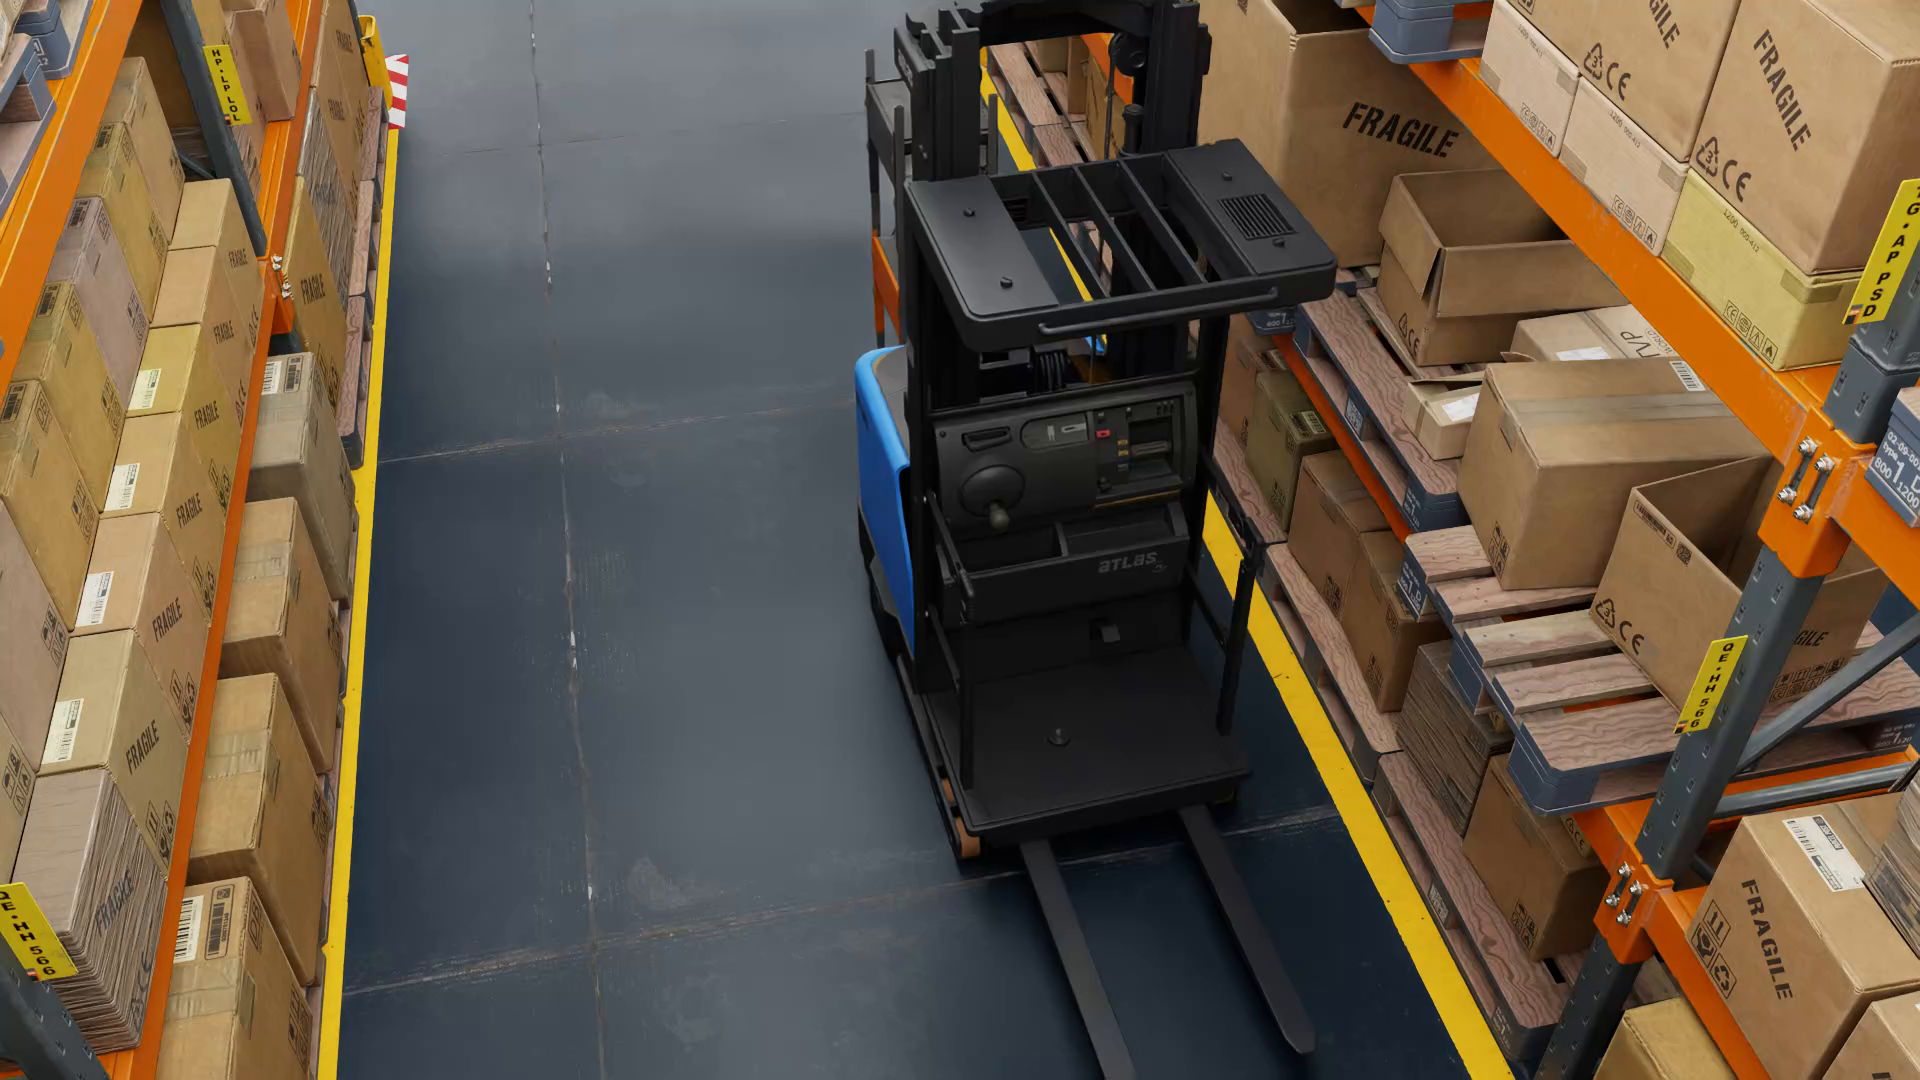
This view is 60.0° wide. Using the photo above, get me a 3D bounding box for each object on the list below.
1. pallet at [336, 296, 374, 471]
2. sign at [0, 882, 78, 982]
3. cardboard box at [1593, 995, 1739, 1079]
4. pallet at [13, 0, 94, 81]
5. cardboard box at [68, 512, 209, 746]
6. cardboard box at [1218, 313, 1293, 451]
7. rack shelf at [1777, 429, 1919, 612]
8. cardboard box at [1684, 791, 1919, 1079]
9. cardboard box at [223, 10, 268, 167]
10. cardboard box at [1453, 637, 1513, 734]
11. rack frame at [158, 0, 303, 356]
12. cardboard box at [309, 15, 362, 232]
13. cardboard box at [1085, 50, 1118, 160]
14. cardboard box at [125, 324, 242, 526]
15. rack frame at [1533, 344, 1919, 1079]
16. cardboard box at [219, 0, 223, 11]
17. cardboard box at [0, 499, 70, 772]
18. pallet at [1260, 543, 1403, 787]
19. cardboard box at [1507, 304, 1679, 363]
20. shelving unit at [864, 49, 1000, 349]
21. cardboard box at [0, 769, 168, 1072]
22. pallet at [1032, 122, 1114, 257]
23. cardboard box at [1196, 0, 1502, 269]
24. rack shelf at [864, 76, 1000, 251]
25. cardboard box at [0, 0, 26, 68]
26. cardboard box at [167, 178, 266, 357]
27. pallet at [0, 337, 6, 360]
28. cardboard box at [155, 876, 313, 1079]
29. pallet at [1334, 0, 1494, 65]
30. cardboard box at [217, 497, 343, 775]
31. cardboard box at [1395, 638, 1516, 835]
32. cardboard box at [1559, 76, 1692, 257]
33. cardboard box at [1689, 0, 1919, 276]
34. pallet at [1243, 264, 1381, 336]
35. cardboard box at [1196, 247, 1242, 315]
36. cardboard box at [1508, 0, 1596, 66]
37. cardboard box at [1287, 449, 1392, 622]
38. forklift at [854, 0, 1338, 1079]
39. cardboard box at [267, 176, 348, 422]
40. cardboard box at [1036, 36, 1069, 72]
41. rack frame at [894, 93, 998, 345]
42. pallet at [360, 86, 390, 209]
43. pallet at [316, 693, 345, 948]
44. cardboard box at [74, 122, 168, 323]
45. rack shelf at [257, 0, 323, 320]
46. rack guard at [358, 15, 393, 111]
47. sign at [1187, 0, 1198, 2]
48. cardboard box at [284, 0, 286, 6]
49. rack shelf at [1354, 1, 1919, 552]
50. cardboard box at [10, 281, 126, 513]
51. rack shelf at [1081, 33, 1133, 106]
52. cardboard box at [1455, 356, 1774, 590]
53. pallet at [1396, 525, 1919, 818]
[{"bbox_3d":[-3.455,-0.733,8.199,1.003,0.211,1.213,-8,42,-9],"label":"pallet"},{"bbox_3d":[-1.976,0.833,3.521,0.100,0.325,0.005,-8,42,-9],"label":"sign"},{"bbox_3d":[2.489,1.763,4.570,1.225,0.875,0.875,-10,43,-11],"label":"cardboard box"},{"bbox_3d":[-3.121,-1.735,5.112,0.805,0.209,1.217,-10,43,-11],"label":"pallet"},{"bbox_3d":[-2.558,0.298,4.862,0.500,0.500,0.500,-8,42,-9],"label":"cardboard box"},{"bbox_3d":[1.609,-0.746,7.664,0.700,0.500,0.500,-11,43,-13],"label":"cardboard box"},{"bbox_3d":[2.792,1.119,2.294,1.077,0.370,4.000,-8,42,-9],"label":"rack shelf"},{"bbox_3d":[2.200,0.992,4.079,0.500,0.500,0.500,-7,42,-8],"label":"cardboard box"},{"bbox_3d":[-3.600,-1.919,7.321,0.875,0.550,0.550,-8,42,-9],"label":"cardboard box"},{"bbox_3d":[2.062,0.393,5.816,0.500,0.250,0.500,-4,42,-4],"label":"cardboard box"},{"bbox_3d":[-3.368,-1.272,6.705,1.000,3.000,0.127,-8,42,-9],"label":"rack frame"},{"bbox_3d":[-3.828,-2.227,9.065,0.875,0.875,0.875,-9,42,-10],"label":"cardboard box"},{"bbox_3d":[1.032,-2.534,9.694,0.500,0.500,0.500,-5,42,-5],"label":"cardboard box"},{"bbox_3d":[-2.776,-0.354,5.596,0.500,0.500,0.500,-8,42,-9],"label":"cardboard box"},{"bbox_3d":[2.361,0.676,4.511,1.000,3.000,0.127,-8,42,-9],"label":"rack frame"},{"bbox_3d":[-3.646,-2.316,6.955,0.875,0.550,0.550,-8,42,-9],"label":"cardboard box"},{"bbox_3d":[-2.702,0.289,4.118,0.700,0.500,0.500,-9,42,-10],"label":"cardboard box"},{"bbox_3d":[1.934,0.422,6.897,1.003,0.211,1.213,-8,42,-9],"label":"pallet"},{"bbox_3d":[2.224,-0.545,5.683,0.500,0.250,0.500,-9,42,-10],"label":"cardboard box"},{"bbox_3d":[-0.115,-1.017,7.096,0.431,2.100,0.503,-10,43,-11],"label":"shelving unit"},{"bbox_3d":[-2.337,0.954,4.123,0.500,0.500,0.500,-8,42,-9],"label":"cardboard box"},{"bbox_3d":[1.051,-2.097,9.735,1.003,0.211,1.213,-8,42,-9],"label":"pallet"},{"bbox_3d":[1.532,-1.764,6.491,1.000,1.000,1.000,-8,42,-9],"label":"cardboard box"},{"bbox_3d":[-0.115,-1.530,6.640,0.431,0.518,0.480,-10,43,-11],"label":"rack shelf"},{"bbox_3d":[-2.774,-1.450,4.322,0.500,0.311,0.500,-10,43,-11],"label":"cardboard box"},{"bbox_3d":[-2.994,-1.010,6.334,0.500,0.500,0.500,-9,42,-10],"label":"cardboard box"},{"bbox_3d":[-2.695,-0.140,3.313,1.213,0.211,1.003,-7,42,-7],"label":"pallet"},{"bbox_3d":[-2.548,1.597,4.851,1.050,0.750,0.750,-9,42,-10],"label":"cardboard box"},{"bbox_3d":[1.753,-1.882,5.274,1.213,0.211,1.003,-8,42,-9],"label":"pallet"},{"bbox_3d":[-2.941,0.428,6.169,1.050,0.750,0.750,-8,42,-9],"label":"cardboard box"},{"bbox_3d":[2.064,0.657,6.084,0.700,0.500,0.500,-12,43,-13],"label":"cardboard box"},{"bbox_3d":[1.898,-0.983,4.233,0.500,0.250,0.500,-8,42,-9],"label":"cardboard box"},{"bbox_3d":[2.013,-0.944,3.624,0.500,0.500,0.500,-7,42,-8],"label":"cardboard box"},{"bbox_3d":[1.520,-1.329,6.914,1.003,0.211,1.213,-8,42,-9],"label":"pallet"},{"bbox_3d":[1.450,-1.405,8.421,0.500,0.500,0.500,-10,42,-11],"label":"cardboard box"},{"bbox_3d":[1.800,-1.598,4.361,0.500,0.500,0.500,-8,42,-9],"label":"cardboard box"},{"bbox_3d":[1.815,-0.071,6.904,0.700,0.500,0.500,-12,43,-13],"label":"cardboard box"},{"bbox_3d":[0.430,-0.202,5.551,1.130,2.935,3.031,-10,43,-11],"label":"forklift"},{"bbox_3d":[-3.435,-1.052,7.742,0.875,0.875,0.875,-8,42,-9],"label":"cardboard box"},{"bbox_3d":[0.752,-3.325,10.585,0.500,0.500,0.500,-1,42,-1],"label":"cardboard box"},{"bbox_3d":[-0.052,-0.860,6.919,0.400,2.100,0.015,-10,43,-11],"label":"rack frame"},{"bbox_3d":[-3.982,-2.315,9.981,1.003,0.211,1.213,-8,42,-9],"label":"pallet"},{"bbox_3d":[-2.861,1.053,6.187,1.003,0.211,1.213,-8,42,-9],"label":"pallet"},{"bbox_3d":[-3.142,-1.029,5.603,0.700,0.500,0.500,-9,42,-10],"label":"cardboard box"},{"bbox_3d":[-3.799,-2.299,8.405,1.077,0.370,4.000,-8,42,-9],"label":"rack shelf"},{"bbox_3d":[-4.236,-2.946,10.474,1.175,0.500,0.348,-8,42,-9],"label":"rack guard"},{"bbox_3d":[0.969,-2.158,7.052,0.100,0.325,0.005,-8,42,-9],"label":"sign"},{"bbox_3d":[-3.968,-2.953,8.485,0.875,0.550,0.550,-8,42,-9],"label":"cardboard box"},{"bbox_3d":[1.929,-1.474,5.215,1.077,0.370,4.000,-8,42,-9],"label":"rack shelf"},{"bbox_3d":[-2.925,-0.374,4.865,0.700,0.500,0.500,-9,42,-10],"label":"cardboard box"},{"bbox_3d":[1.066,-2.945,9.131,1.077,0.370,4.000,-8,42,-9],"label":"rack shelf"},{"bbox_3d":[1.987,-0.211,5.118,0.700,0.500,0.500,-3,42,-3],"label":"cardboard box"},{"bbox_3d":[2.103,0.301,5.078,1.213,0.211,1.003,-8,42,-9],"label":"pallet"}]
